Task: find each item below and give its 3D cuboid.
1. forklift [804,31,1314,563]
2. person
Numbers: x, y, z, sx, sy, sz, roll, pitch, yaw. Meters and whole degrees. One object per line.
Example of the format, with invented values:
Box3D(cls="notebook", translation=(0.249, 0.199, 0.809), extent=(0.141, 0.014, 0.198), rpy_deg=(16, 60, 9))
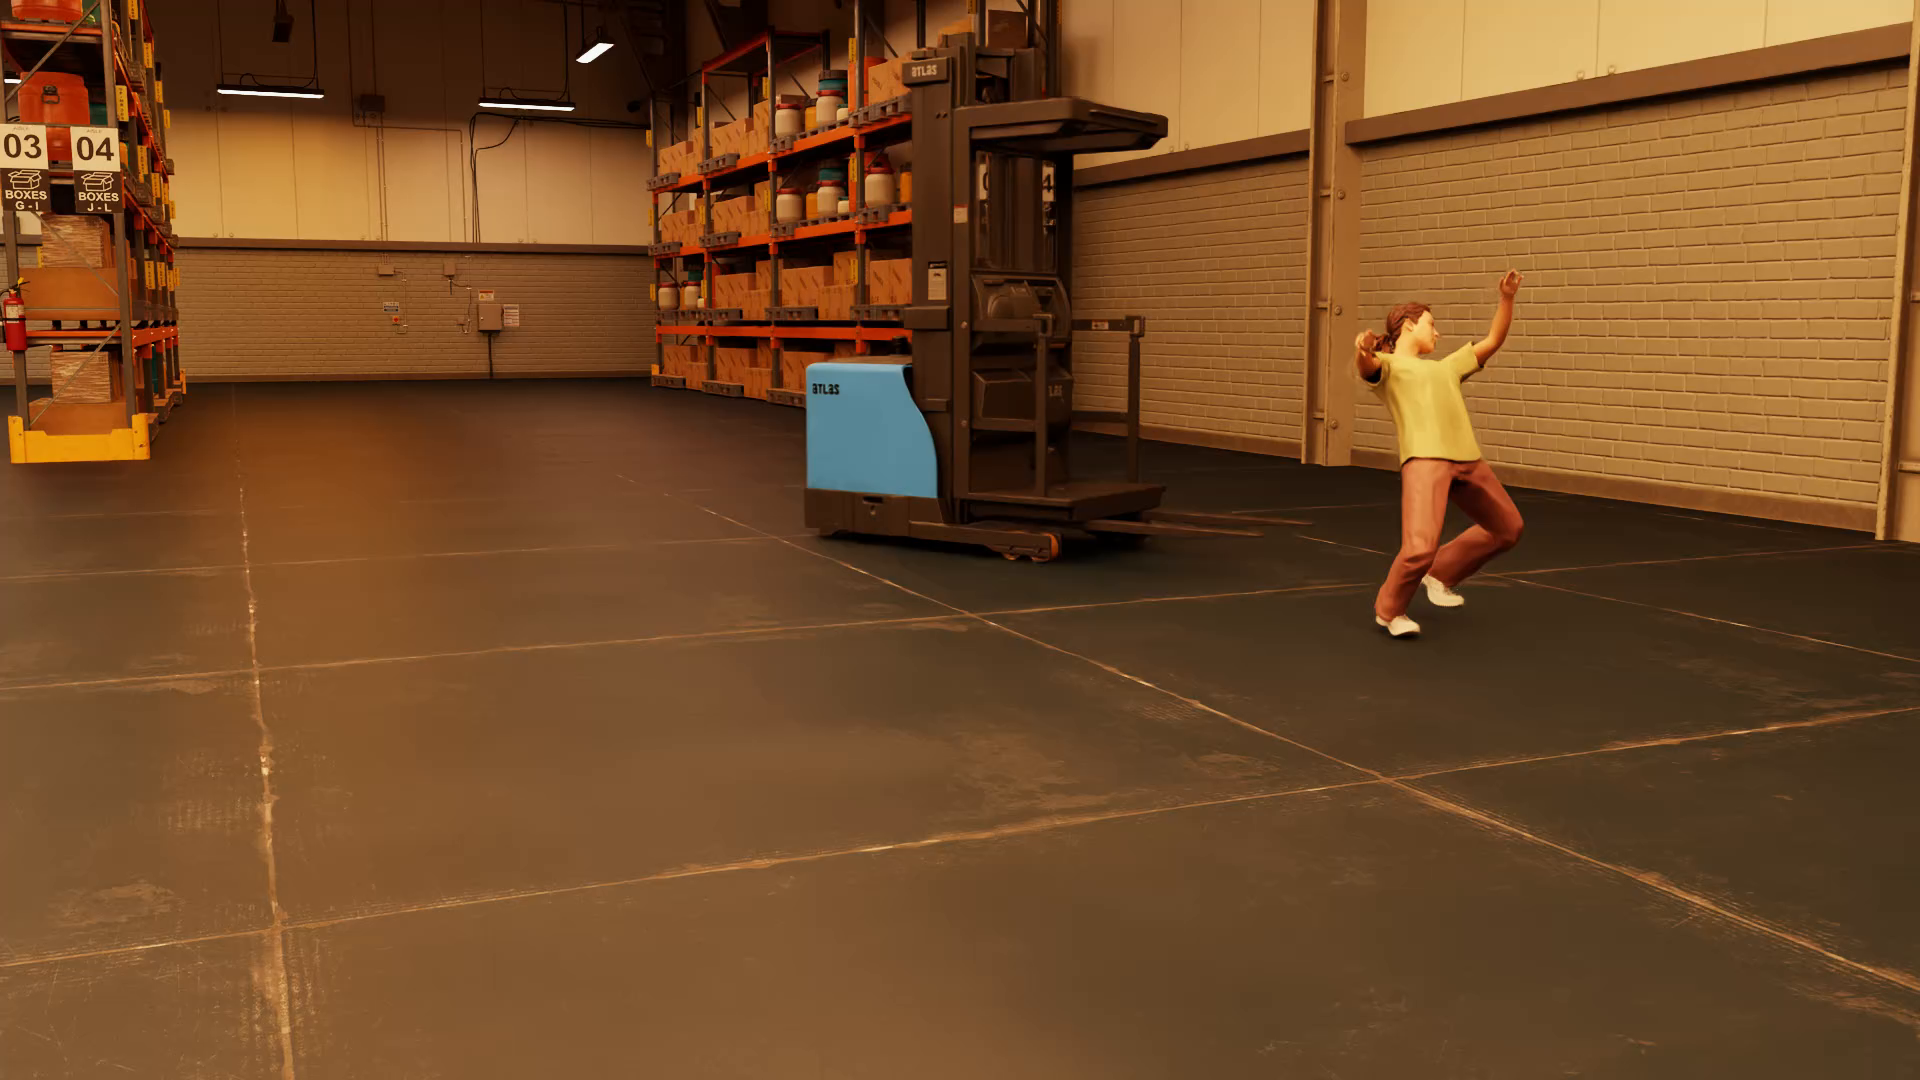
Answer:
Box3D(cls="forklift", translation=(0.529, -1.405, 9.594), extent=(3.031, 2.935, 1.130), rpy_deg=(5, 9, 36))
Box3D(cls="person", translation=(1.871, -0.363, 6.997), extent=(0.986, 1.525, 0.640), rpy_deg=(-5, 9, -34))
